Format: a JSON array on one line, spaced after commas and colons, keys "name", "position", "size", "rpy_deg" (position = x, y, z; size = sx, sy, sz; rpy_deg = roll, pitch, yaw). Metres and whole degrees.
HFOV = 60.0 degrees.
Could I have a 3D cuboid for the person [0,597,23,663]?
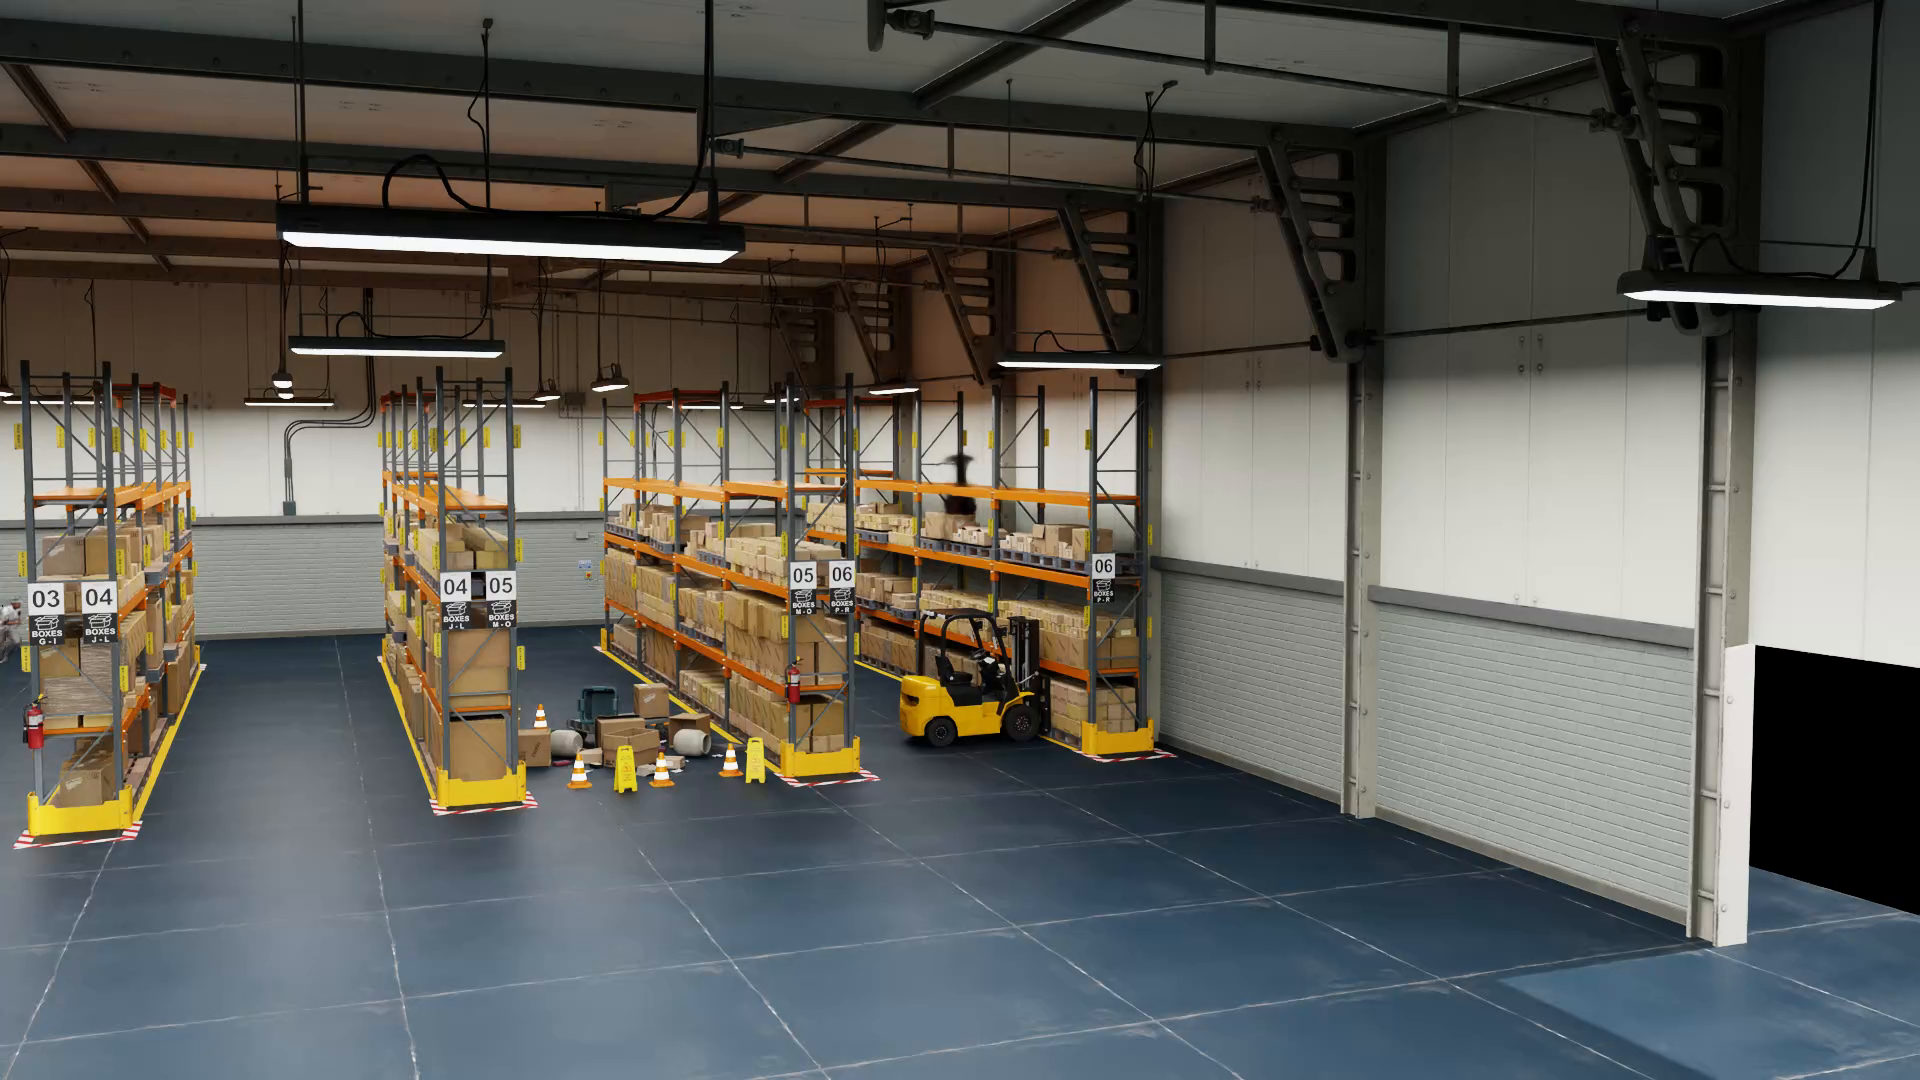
[{"name": "person", "position": [-21.192, 2.009, 37.076], "size": [0.889, 1.497, 0.598], "rpy_deg": [1, 4, 16]}]
